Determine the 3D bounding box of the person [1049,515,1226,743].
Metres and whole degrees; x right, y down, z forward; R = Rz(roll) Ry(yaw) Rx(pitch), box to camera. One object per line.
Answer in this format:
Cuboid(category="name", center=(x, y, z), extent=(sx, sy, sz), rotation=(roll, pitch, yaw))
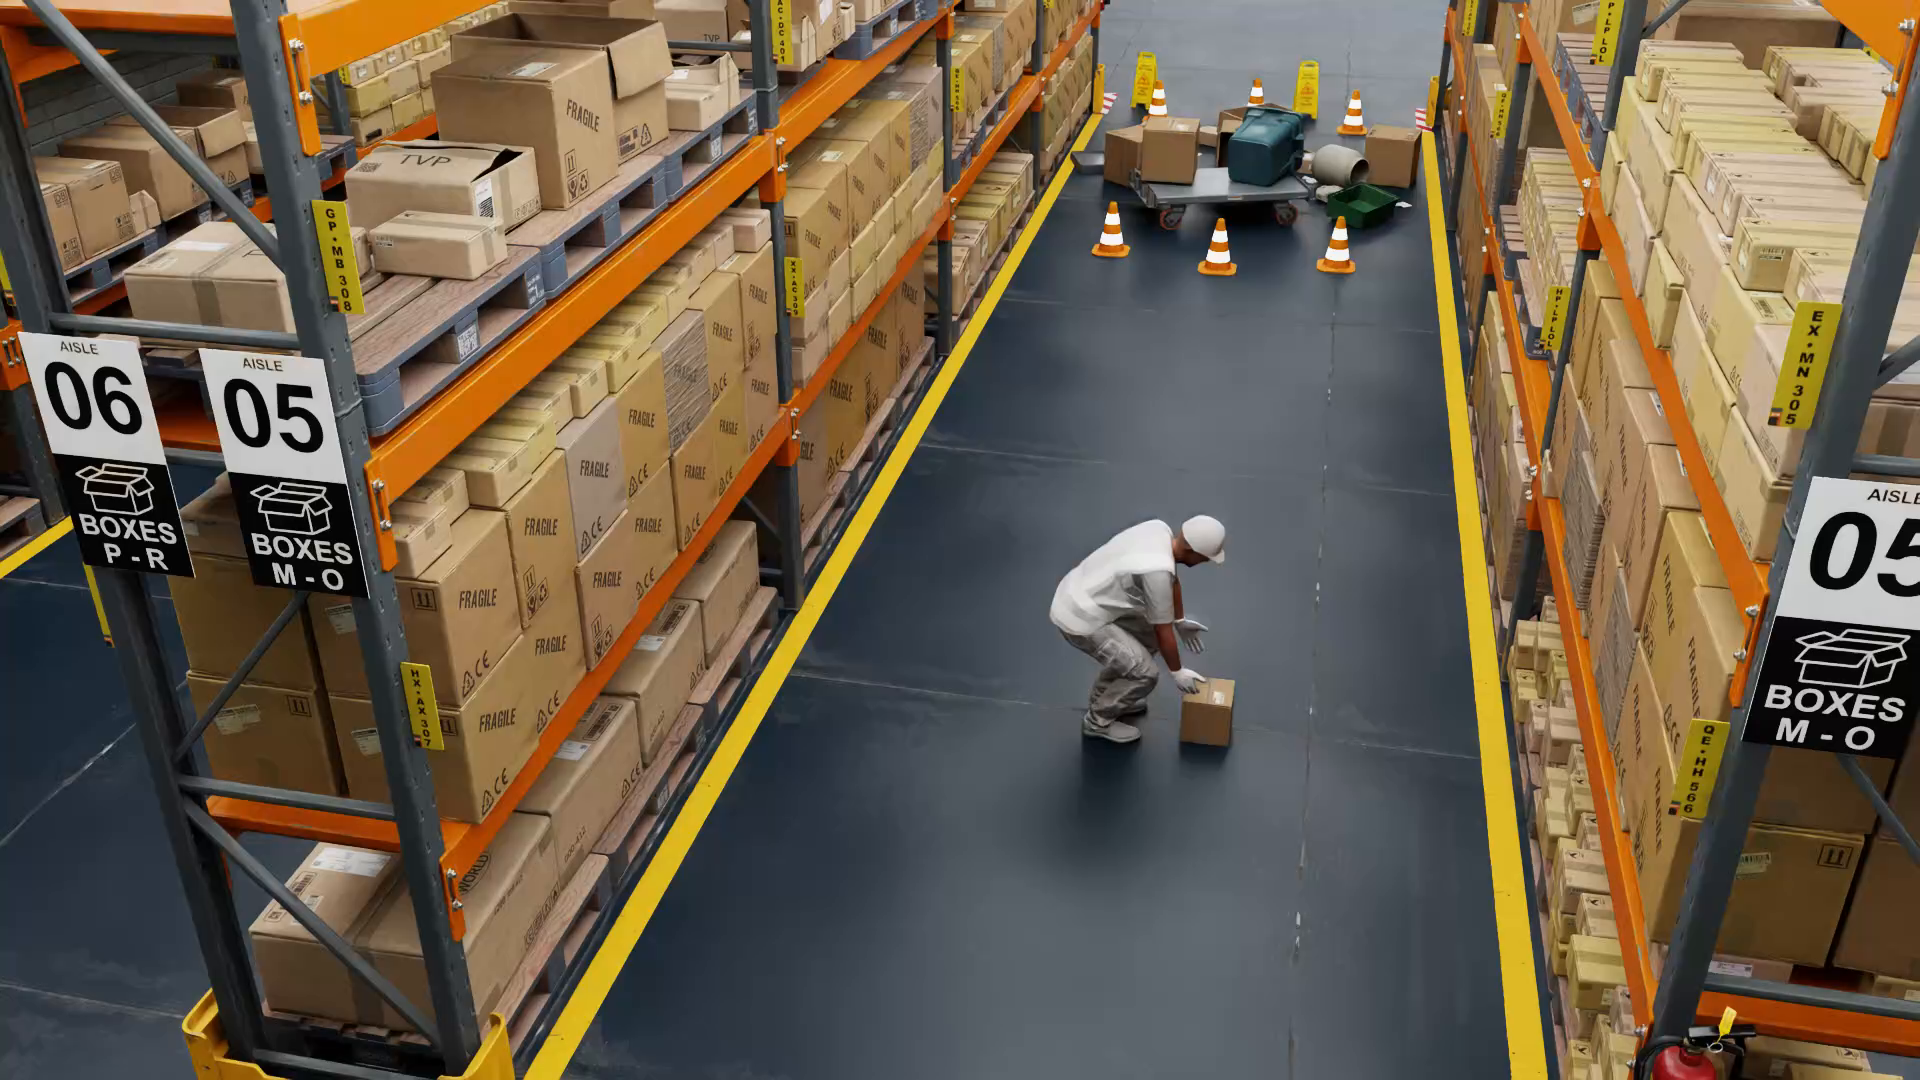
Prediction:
Cuboid(category="person", center=(0.888, 0.399, 8.453), extent=(0.845, 1.227, 0.603), rotation=(6, 29, 11))
